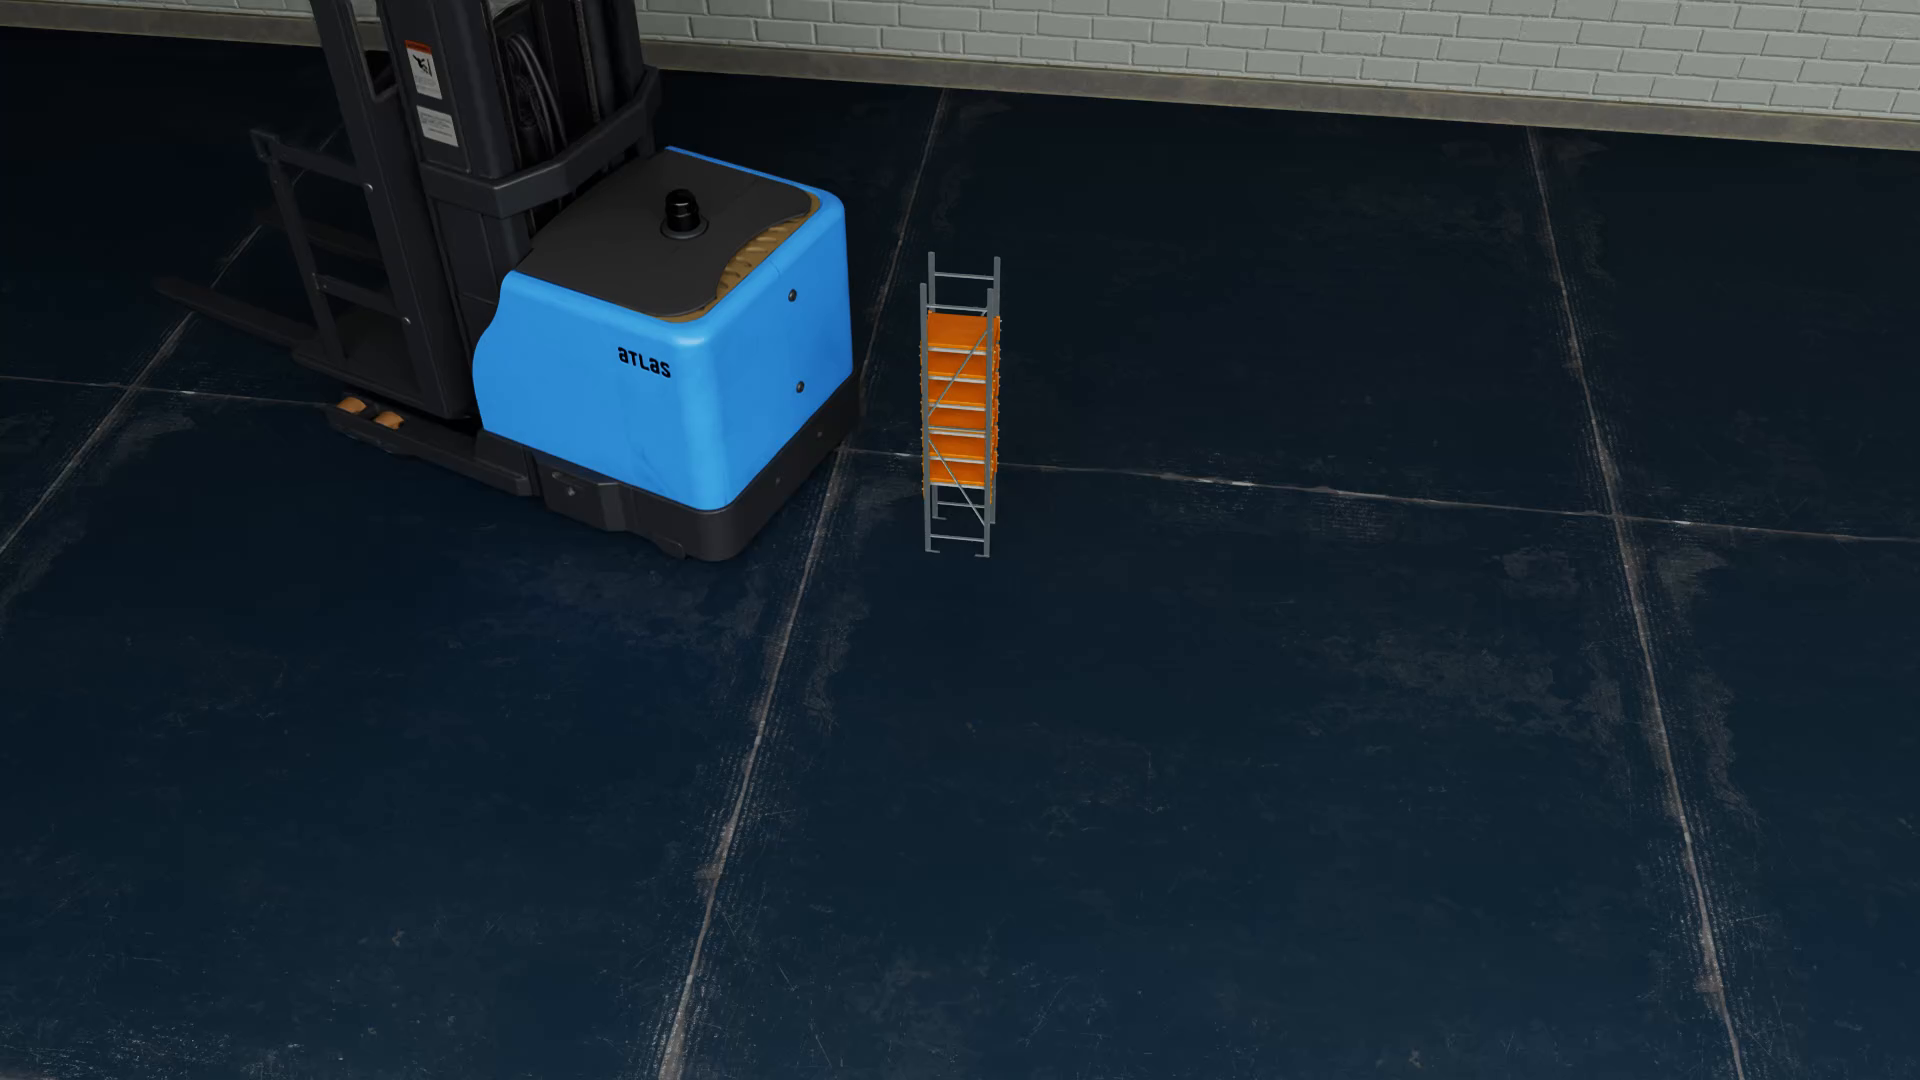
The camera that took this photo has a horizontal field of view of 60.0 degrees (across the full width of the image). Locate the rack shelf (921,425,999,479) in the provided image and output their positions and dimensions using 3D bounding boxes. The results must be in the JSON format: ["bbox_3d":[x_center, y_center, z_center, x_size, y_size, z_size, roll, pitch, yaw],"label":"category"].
[{"bbox_3d":[0.002,-0.326,5.961,0.258,0.103,0.180,5,44,6],"label":"rack shelf"}]

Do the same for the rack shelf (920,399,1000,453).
[{"bbox_3d":[0.002,-0.413,5.878,0.258,0.103,0.180,5,44,6],"label":"rack shelf"}]

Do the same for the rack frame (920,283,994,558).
[{"bbox_3d":[-0.010,-0.383,5.782,0.240,1.200,0.006,5,44,6],"label":"rack frame"}]

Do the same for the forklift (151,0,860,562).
[{"bbox_3d":[-1.950,-1.710,5.924,3.031,2.935,1.130,20,47,20],"label":"forklift"}]

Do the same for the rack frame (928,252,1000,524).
[{"bbox_3d":[0.014,-0.508,5.914,0.240,1.200,0.006,5,44,6],"label":"rack frame"}]

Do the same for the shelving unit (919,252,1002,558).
[{"bbox_3d":[0.002,-0.446,5.848,0.258,1.200,0.189,5,44,6],"label":"shelving unit"}]

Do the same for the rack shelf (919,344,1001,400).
[{"bbox_3d":[0.002,-0.588,5.713,0.258,0.103,0.180,5,44,6],"label":"rack shelf"}]

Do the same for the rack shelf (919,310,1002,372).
[{"bbox_3d":[0.002,-0.675,5.631,0.258,0.103,0.180,5,44,6],"label":"rack shelf"}]

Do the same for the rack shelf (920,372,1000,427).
[{"bbox_3d":[0.002,-0.500,5.796,0.258,0.103,0.180,5,44,6],"label":"rack shelf"}]

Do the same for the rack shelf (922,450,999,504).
[{"bbox_3d":[0.002,-0.239,6.043,0.258,0.103,0.180,5,44,6],"label":"rack shelf"}]
